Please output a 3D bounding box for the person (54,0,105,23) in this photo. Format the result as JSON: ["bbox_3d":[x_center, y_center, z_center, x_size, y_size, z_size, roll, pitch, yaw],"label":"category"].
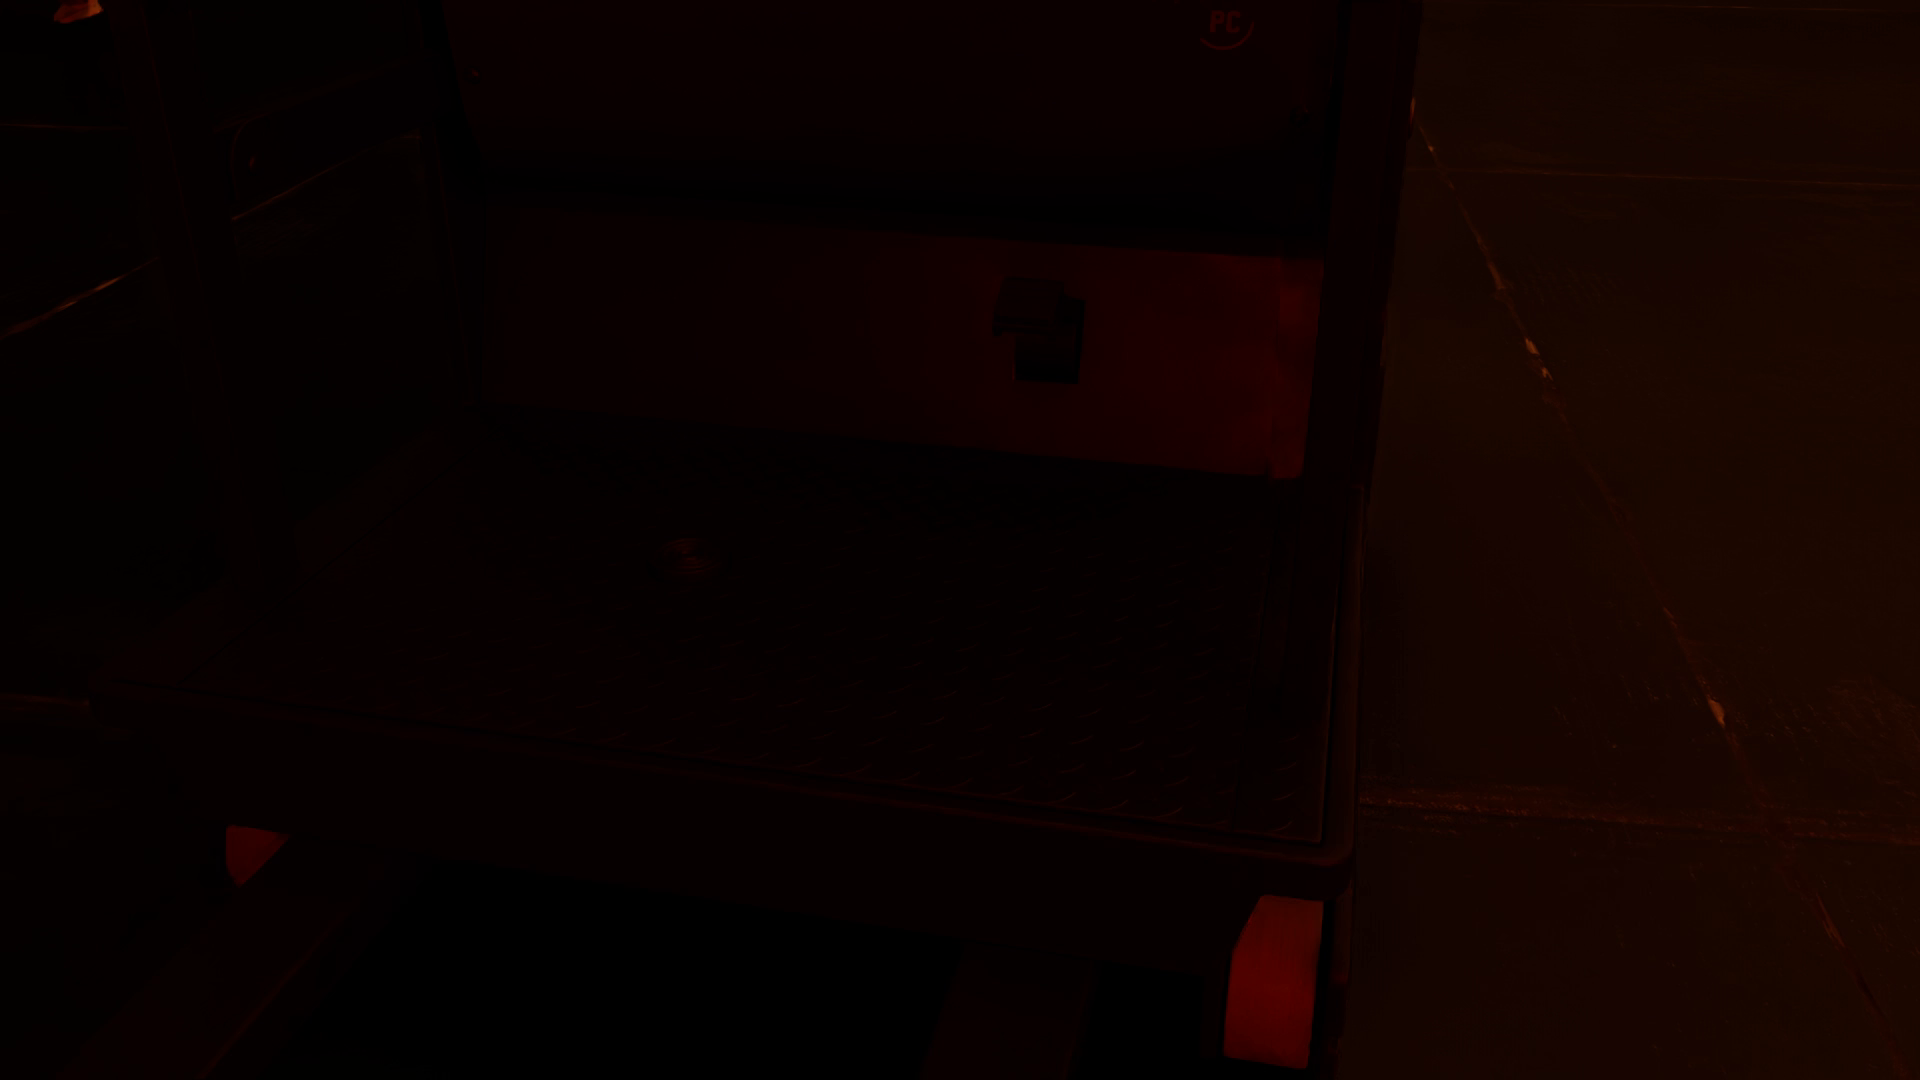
[{"bbox_3d":[-3.298,-2.583,6.190,0.917,1.370,0.475,18,31,31],"label":"person"}]

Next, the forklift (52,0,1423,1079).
[{"bbox_3d":[-0.132,-1.015,1.251,1.130,2.935,3.031,6,27,12],"label":"forklift"}]
